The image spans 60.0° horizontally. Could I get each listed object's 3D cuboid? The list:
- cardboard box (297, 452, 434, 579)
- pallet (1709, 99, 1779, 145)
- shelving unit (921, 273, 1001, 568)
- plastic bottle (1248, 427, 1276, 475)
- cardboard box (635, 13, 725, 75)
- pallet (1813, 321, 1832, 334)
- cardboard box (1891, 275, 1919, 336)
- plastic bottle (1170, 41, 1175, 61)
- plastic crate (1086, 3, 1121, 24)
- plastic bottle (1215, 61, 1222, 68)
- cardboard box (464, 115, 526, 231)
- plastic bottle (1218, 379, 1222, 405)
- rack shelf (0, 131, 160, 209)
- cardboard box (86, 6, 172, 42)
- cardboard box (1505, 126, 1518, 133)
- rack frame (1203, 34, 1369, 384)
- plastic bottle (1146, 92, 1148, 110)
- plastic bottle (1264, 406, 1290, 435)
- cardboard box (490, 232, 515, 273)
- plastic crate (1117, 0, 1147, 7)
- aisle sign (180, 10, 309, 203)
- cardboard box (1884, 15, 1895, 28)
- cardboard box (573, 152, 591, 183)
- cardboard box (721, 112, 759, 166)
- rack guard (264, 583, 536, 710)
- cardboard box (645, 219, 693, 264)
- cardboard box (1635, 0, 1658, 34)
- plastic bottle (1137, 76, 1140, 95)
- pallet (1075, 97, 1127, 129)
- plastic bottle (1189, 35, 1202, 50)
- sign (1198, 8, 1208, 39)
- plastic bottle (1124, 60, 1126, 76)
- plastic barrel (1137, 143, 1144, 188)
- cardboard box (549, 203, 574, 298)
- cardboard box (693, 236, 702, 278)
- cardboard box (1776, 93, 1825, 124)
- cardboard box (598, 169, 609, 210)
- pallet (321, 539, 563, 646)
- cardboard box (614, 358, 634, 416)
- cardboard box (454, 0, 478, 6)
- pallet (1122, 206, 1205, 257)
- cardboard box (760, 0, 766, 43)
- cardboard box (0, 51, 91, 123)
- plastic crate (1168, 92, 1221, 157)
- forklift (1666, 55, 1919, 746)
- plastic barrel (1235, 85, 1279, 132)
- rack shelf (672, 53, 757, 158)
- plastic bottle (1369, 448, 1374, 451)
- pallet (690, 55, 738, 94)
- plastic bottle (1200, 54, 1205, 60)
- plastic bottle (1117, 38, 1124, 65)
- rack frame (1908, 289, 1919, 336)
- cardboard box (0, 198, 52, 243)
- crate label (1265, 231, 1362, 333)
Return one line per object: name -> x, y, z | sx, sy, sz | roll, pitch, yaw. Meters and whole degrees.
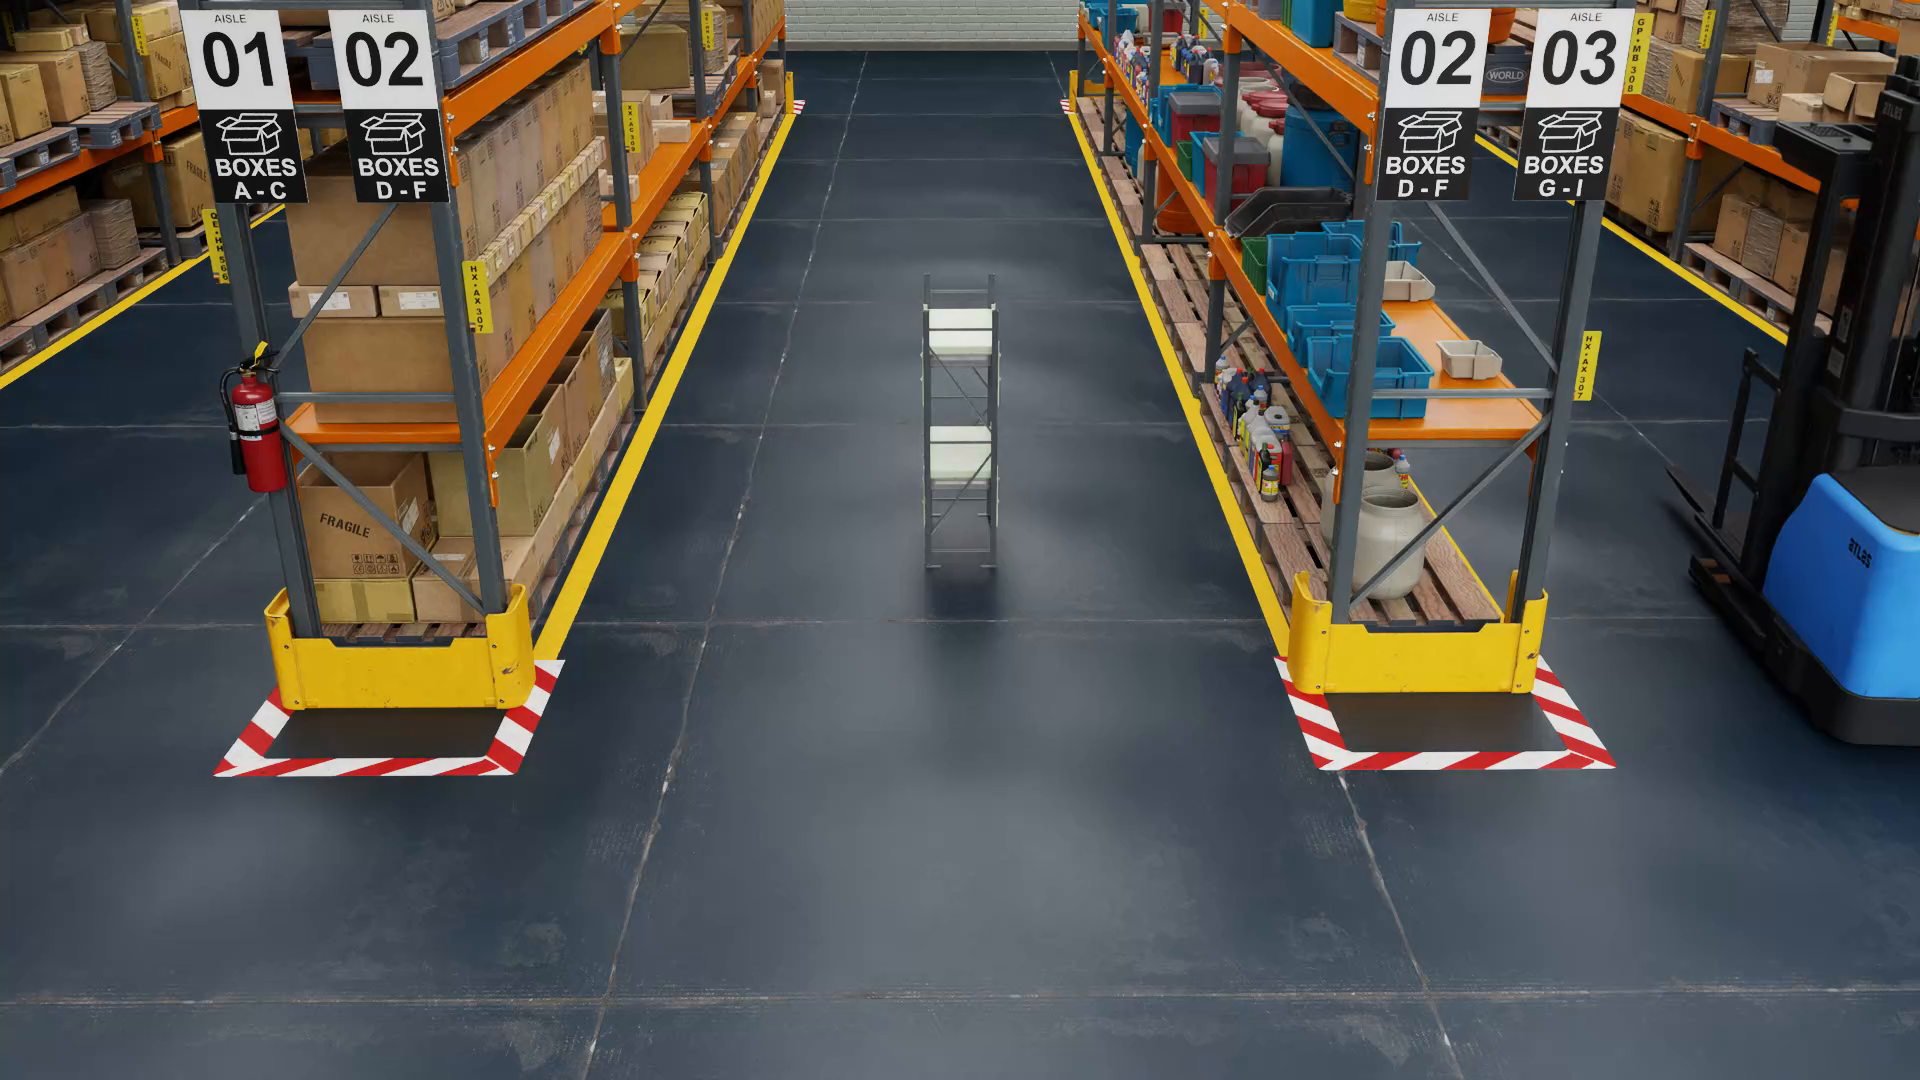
cardboard box -> -2.983, -0.138, 8.333 | 0.500, 0.500, 0.500 | 0, 24, -1
pallet -> 7.253, -3.597, 14.296 | 1.213, 0.211, 1.003 | 0, 24, -1
shelving unit -> 0.000, -0.681, 9.435 | 0.431, 1.500, 0.755 | 0, 24, -1
plastic bottle -> 1.838, -0.534, 10.063 | 0.152, 0.276, 0.135 | -1, 24, -2
cardboard box -> -2.706, -4.808, 16.111 | 0.700, 0.500, 0.500 | 4, 25, 9
pallet -> 7.172, -1.380, 12.545 | 1.003, 0.211, 1.213 | 0, 24, -1
cardboard box -> 7.197, -1.644, 12.245 | 0.700, 0.500, 0.500 | -2, 24, -5
plastic bottle -> 2.345, -5.344, 18.167 | 0.097, 0.201, 0.097 | 0, 24, 0
plastic crate -> 1.786, -6.557, 20.739 | 0.416, 0.233, 0.300 | 0, 24, -1
plastic bottle -> 2.537, -4.559, 16.331 | 0.061, 0.283, 0.133 | 0, 24, -1
cardboard box -> -2.690, -1.914, 8.646 | 0.700, 0.500, 0.500 | 0, 24, 0
plastic bottle -> 1.797, -1.016, 11.218 | 0.097, 0.201, 0.097 | 0, 24, 0
rack shelf -> -7.699, -2.759, 13.084 | 1.077, 0.370, 4.000 | 0, 24, -1
cardboard box -> -7.468, -4.643, 14.959 | 0.500, 0.250, 0.500 | 0, 24, 1
cardboard box -> 7.158, -5.493, 20.323 | 0.875, 0.875, 0.875 | 0, 24, -1
rack frame -> 2.230, -2.307, 11.212 | 1.000, 3.000, 0.127 | 0, 24, -1
plastic bottle -> 1.772, -4.077, 15.367 | 0.097, 0.201, 0.097 | 0, 24, 0
plastic bottle -> 1.978, -0.690, 10.408 | 0.152, 0.276, 0.135 | 0, 24, -1
cardboard box -> -2.476, -1.458, 8.425 | 0.380, 0.149, 0.250 | -1, 24, -1
plastic crate -> 2.289, -7.158, 21.822 | 0.616, 0.435, 0.499 | 0, 24, -1
aisle sign -> -2.973, -1.794, 6.923 | 0.394, 0.787, 0.004 | 0, 24, -1
cardboard box -> 11.774, -6.470, 20.720 | 0.380, 0.149, 0.250 | -1, 24, -2
cardboard box -> -2.500, -2.307, 10.302 | 0.380, 0.149, 0.250 | -1, 24, -2
cardboard box -> -2.519, -4.443, 18.432 | 0.500, 0.500, 0.500 | 0, 24, -1
rack guard -> -2.680, 0.510, 8.015 | 1.175, 0.500, 0.348 | 0, 24, -1
cardboard box -> -2.500, -2.492, 13.767 | 0.500, 0.311, 0.500 | 0, 24, -1
cardboard box -> 7.129, -5.327, 16.549 | 0.797, 0.503, 0.637 | 1, 24, 1
plastic bottle -> 1.763, -4.413, 16.109 | 0.097, 0.201, 0.097 | 0, 24, 0
pallet -> 2.069, -5.642, 21.968 | 1.003, 0.211, 1.213 | 0, 24, -1
plastic bottle -> 2.482, -5.128, 17.508 | 0.144, 0.351, 0.185 | 0, 24, -1
sign -> 2.692, -5.732, 18.447 | 0.100, 0.325, 0.005 | 0, 24, -1
plastic bottle -> 1.750, -4.891, 17.166 | 0.097, 0.201, 0.097 | 0, 24, 0
plastic barrel -> 2.056, -3.913, 17.270 | 0.421, 0.512, 0.421 | 0, 24, 0
cardboard box -> -2.699, -1.725, 9.803 | 0.700, 0.500, 0.500 | 0, 24, 0
cardboard box -> -2.508, -2.445, 14.344 | 0.500, 0.250, 0.500 | -1, 24, -1
cardboard box -> 6.927, -3.409, 13.320 | 0.500, 0.250, 0.500 | -1, 24, -2
cardboard box -> -2.773, -2.421, 11.645 | 0.500, 0.250, 0.500 | 1, 24, 3
pallet -> -2.730, 0.317, 8.792 | 1.003, 0.211, 1.213 | 0, 24, -1
cardboard box -> -2.500, -1.035, 11.226 | 0.500, 0.250, 0.500 | 0, 24, -1
cardboard box -> -2.516, -2.631, 7.913 | 0.380, 0.149, 0.250 | 0, 24, -1
pallet -> 2.136, -3.010, 16.148 | 1.003, 0.211, 1.213 | 0, 24, -1
cardboard box -> -2.553, -6.051, 19.367 | 0.500, 0.500, 0.500 | 0, 24, 0
cardboard box -> -7.672, -3.733, 13.709 | 0.700, 0.500, 0.500 | -3, 24, -6
plastic crate -> 1.898, -3.317, 13.367 | 0.402, 0.464, 0.583 | 0, 24, -1
forklift -> 4.587, -0.956, 8.308 | 1.130, 2.935, 3.031 | 1, 24, 3
plastic barrel -> 2.415, -3.410, 13.514 | 0.421, 0.512, 0.421 | 0, 24, 0
rack shelf -> -2.789, -4.431, 16.781 | 1.077, 0.370, 4.000 | 0, 24, -1
plastic bottle -> 2.559, -0.556, 10.202 | 0.097, 0.201, 0.097 | 0, 24, 0
pallet -> -2.793, -4.649, 16.621 | 1.003, 0.211, 1.213 | 0, 24, -1
plastic bottle -> 2.453, -4.772, 16.817 | 0.097, 0.271, 0.097 | 0, 24, 0
plastic bottle -> 1.742, -5.250, 17.873 | 0.097, 0.271, 0.097 | 0, 24, 0
rack frame -> 7.182, -2.330, 11.261 | 1.000, 3.000, 0.127 | 0, 24, -1
cardboard box -> -7.706, -2.571, 13.383 | 0.500, 0.250, 0.500 | 0, 24, -1
crate label -> 1.983, -1.432, 9.234 | 0.502, 0.435, 0.616 | 0, 24, -1
